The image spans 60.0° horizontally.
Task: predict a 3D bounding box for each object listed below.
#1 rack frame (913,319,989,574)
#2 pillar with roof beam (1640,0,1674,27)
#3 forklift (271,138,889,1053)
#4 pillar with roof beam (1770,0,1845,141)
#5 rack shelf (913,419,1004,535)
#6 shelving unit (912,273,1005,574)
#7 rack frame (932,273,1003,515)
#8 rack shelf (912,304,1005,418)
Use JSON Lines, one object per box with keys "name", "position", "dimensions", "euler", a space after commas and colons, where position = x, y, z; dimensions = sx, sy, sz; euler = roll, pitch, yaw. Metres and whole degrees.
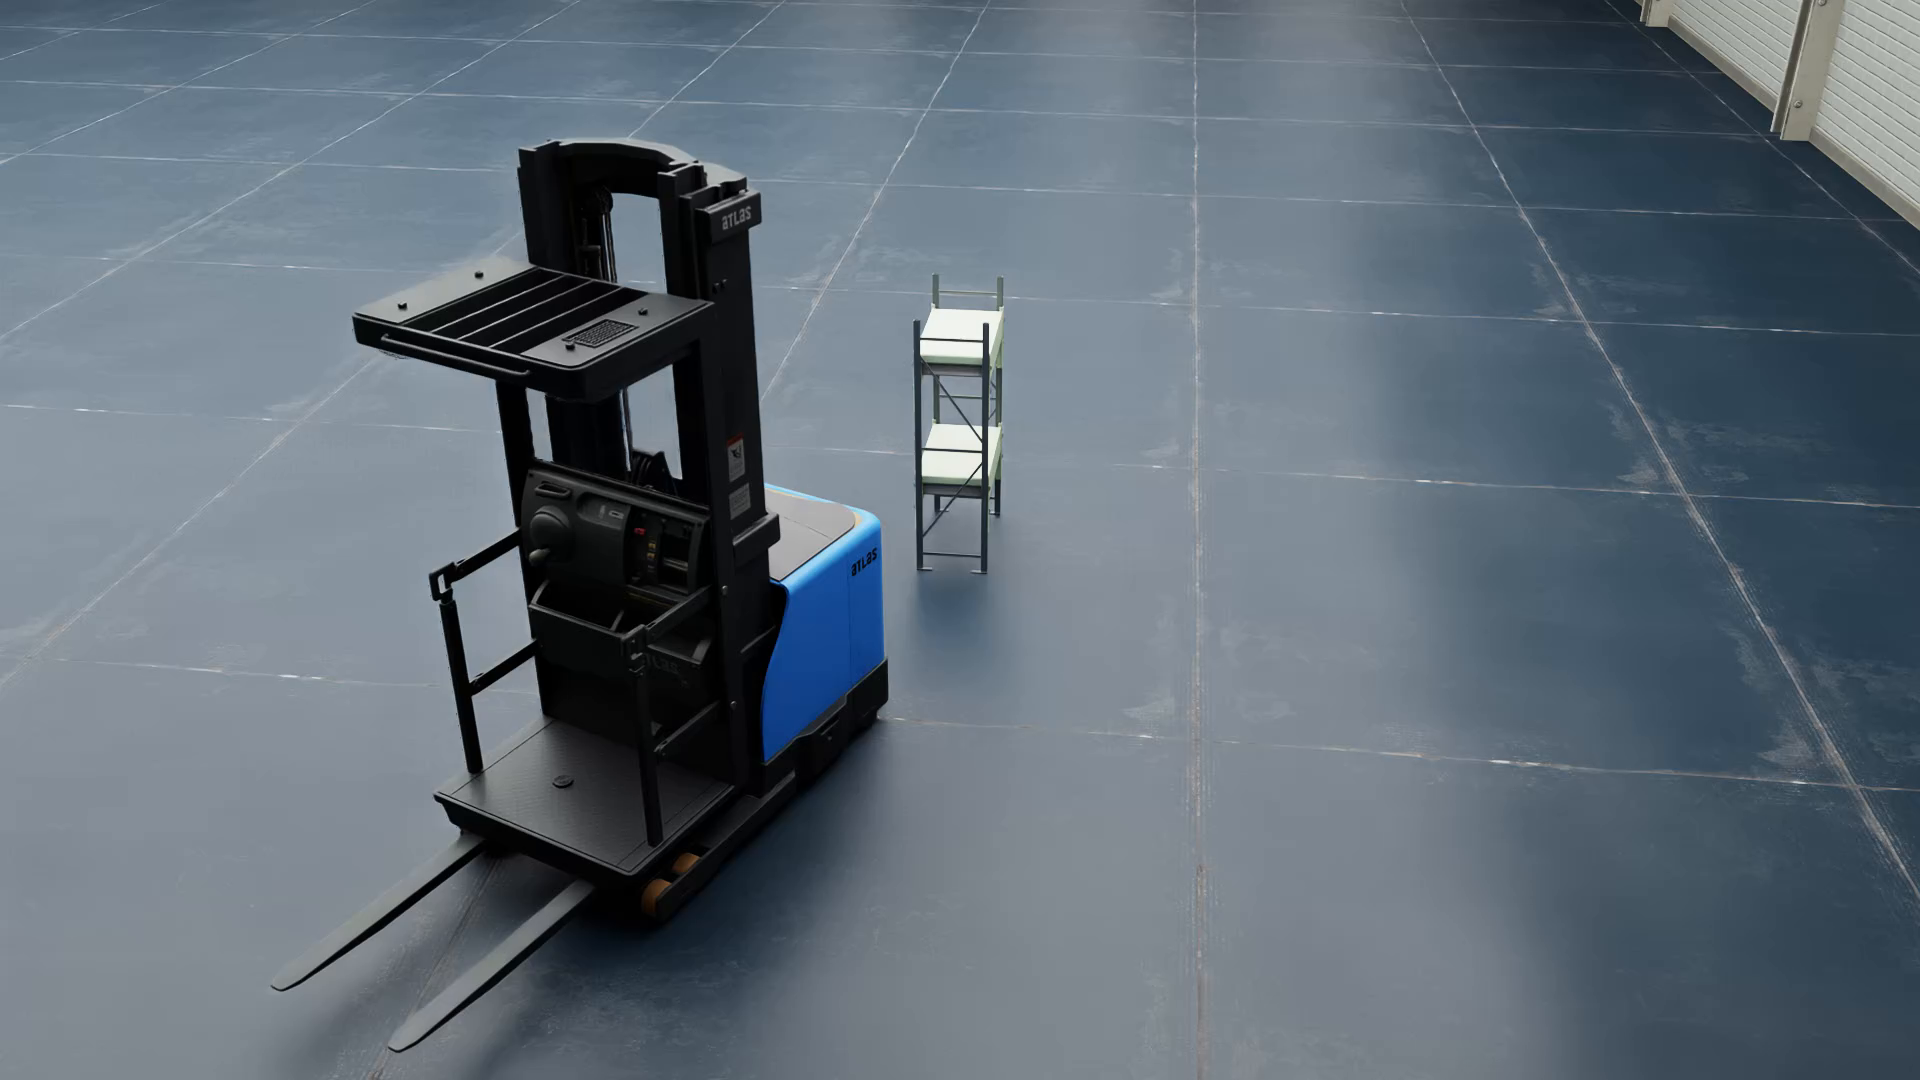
{"name": "rack frame", "position": [-0.046, -0.485, 9.069], "dimensions": [0.400, 1.500, 0.023], "euler": [3, 28, 6]}
{"name": "pillar with roof beam", "position": [5.342, -11.359, 21.346], "dimensions": [9.100, 9.000, 0.400], "euler": [3, 28, 6]}
{"name": "forklift", "position": [-1.524, 0.025, 6.614], "dimensions": [1.130, 2.935, 3.031], "euler": [15, 32, 26]}
{"name": "pillar with roof beam", "position": [4.607, -8.534, 16.104], "dimensions": [9.100, 9.000, 0.400], "euler": [3, 28, 6]}
{"name": "rack shelf", "position": [-0.001, -0.370, 9.543], "dimensions": [0.431, 0.370, 0.720], "euler": [3, 28, 6]}
{"name": "shelving unit", "position": [-0.001, -0.657, 9.388], "dimensions": [0.431, 1.500, 0.755], "euler": [3, 28, 6]}
{"name": "rack frame", "position": [0.044, -0.829, 9.708], "dimensions": [0.400, 1.500, 0.023], "euler": [3, 28, 6]}
{"name": "rack shelf", "position": [-0.001, -1.001, 9.203], "dimensions": [0.431, 0.370, 0.720], "euler": [3, 28, 6]}
